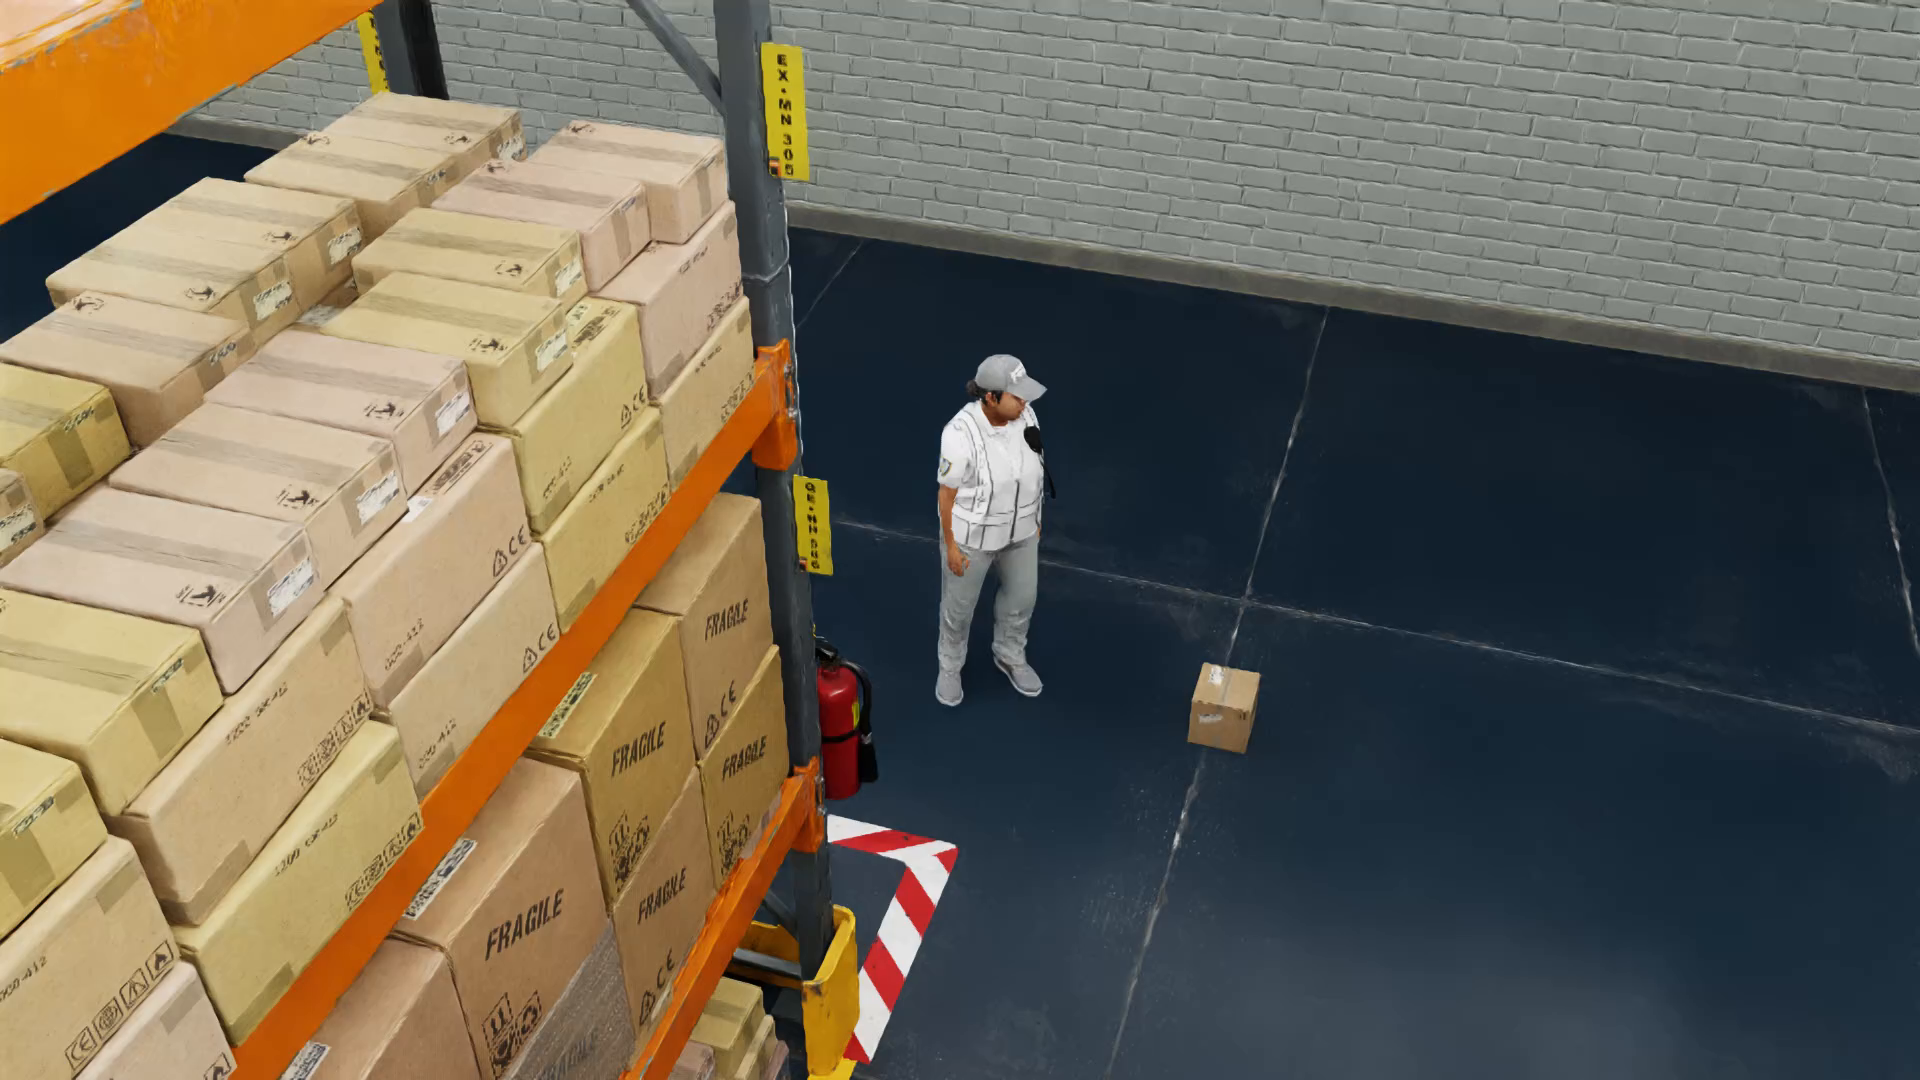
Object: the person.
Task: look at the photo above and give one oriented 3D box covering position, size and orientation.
[{"bbox_3d":[0.120,-0.037,6.920,0.526,1.670,0.409,-20,41,-24],"label":"person"}]
